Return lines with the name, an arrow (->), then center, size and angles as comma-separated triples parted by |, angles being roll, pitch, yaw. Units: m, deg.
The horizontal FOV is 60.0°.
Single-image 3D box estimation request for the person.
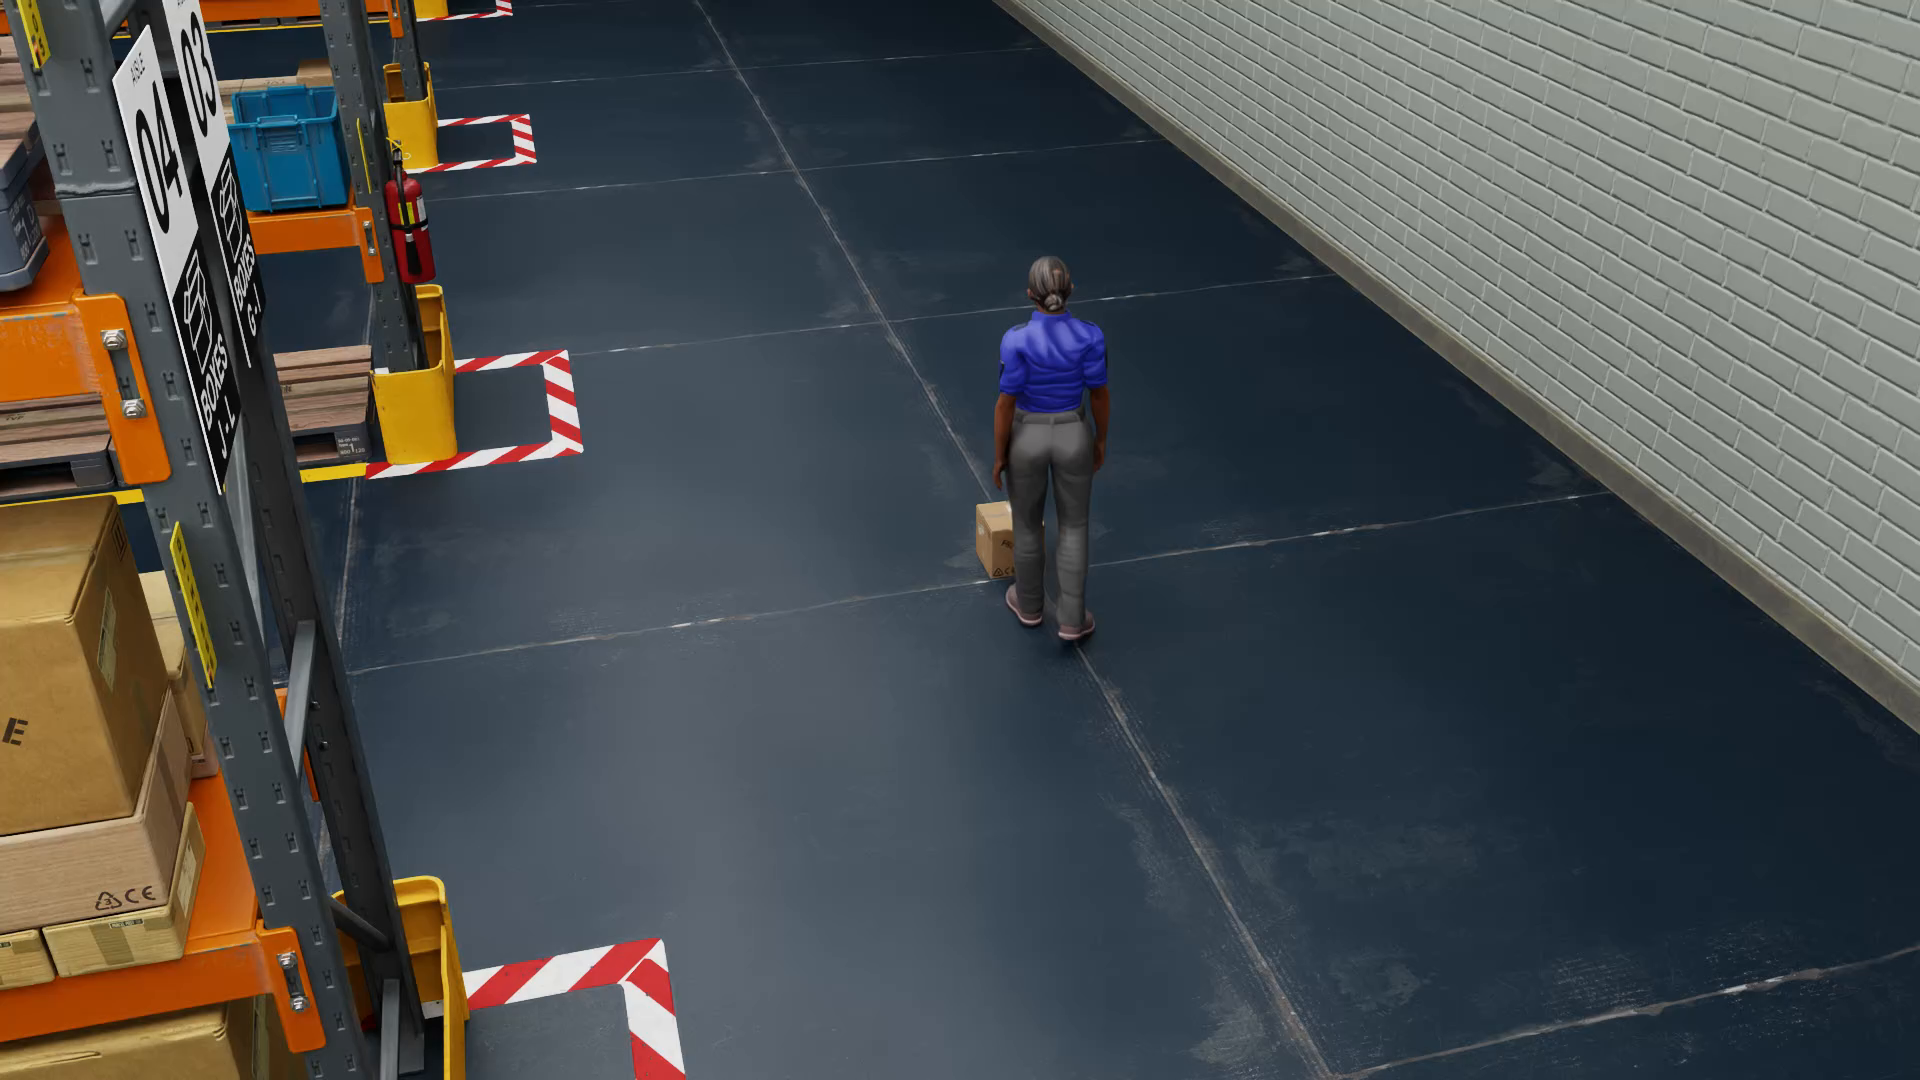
person -> 0.367, -0.362, 6.738 | 0.474, 1.666, 0.490 | -3, 31, -5
